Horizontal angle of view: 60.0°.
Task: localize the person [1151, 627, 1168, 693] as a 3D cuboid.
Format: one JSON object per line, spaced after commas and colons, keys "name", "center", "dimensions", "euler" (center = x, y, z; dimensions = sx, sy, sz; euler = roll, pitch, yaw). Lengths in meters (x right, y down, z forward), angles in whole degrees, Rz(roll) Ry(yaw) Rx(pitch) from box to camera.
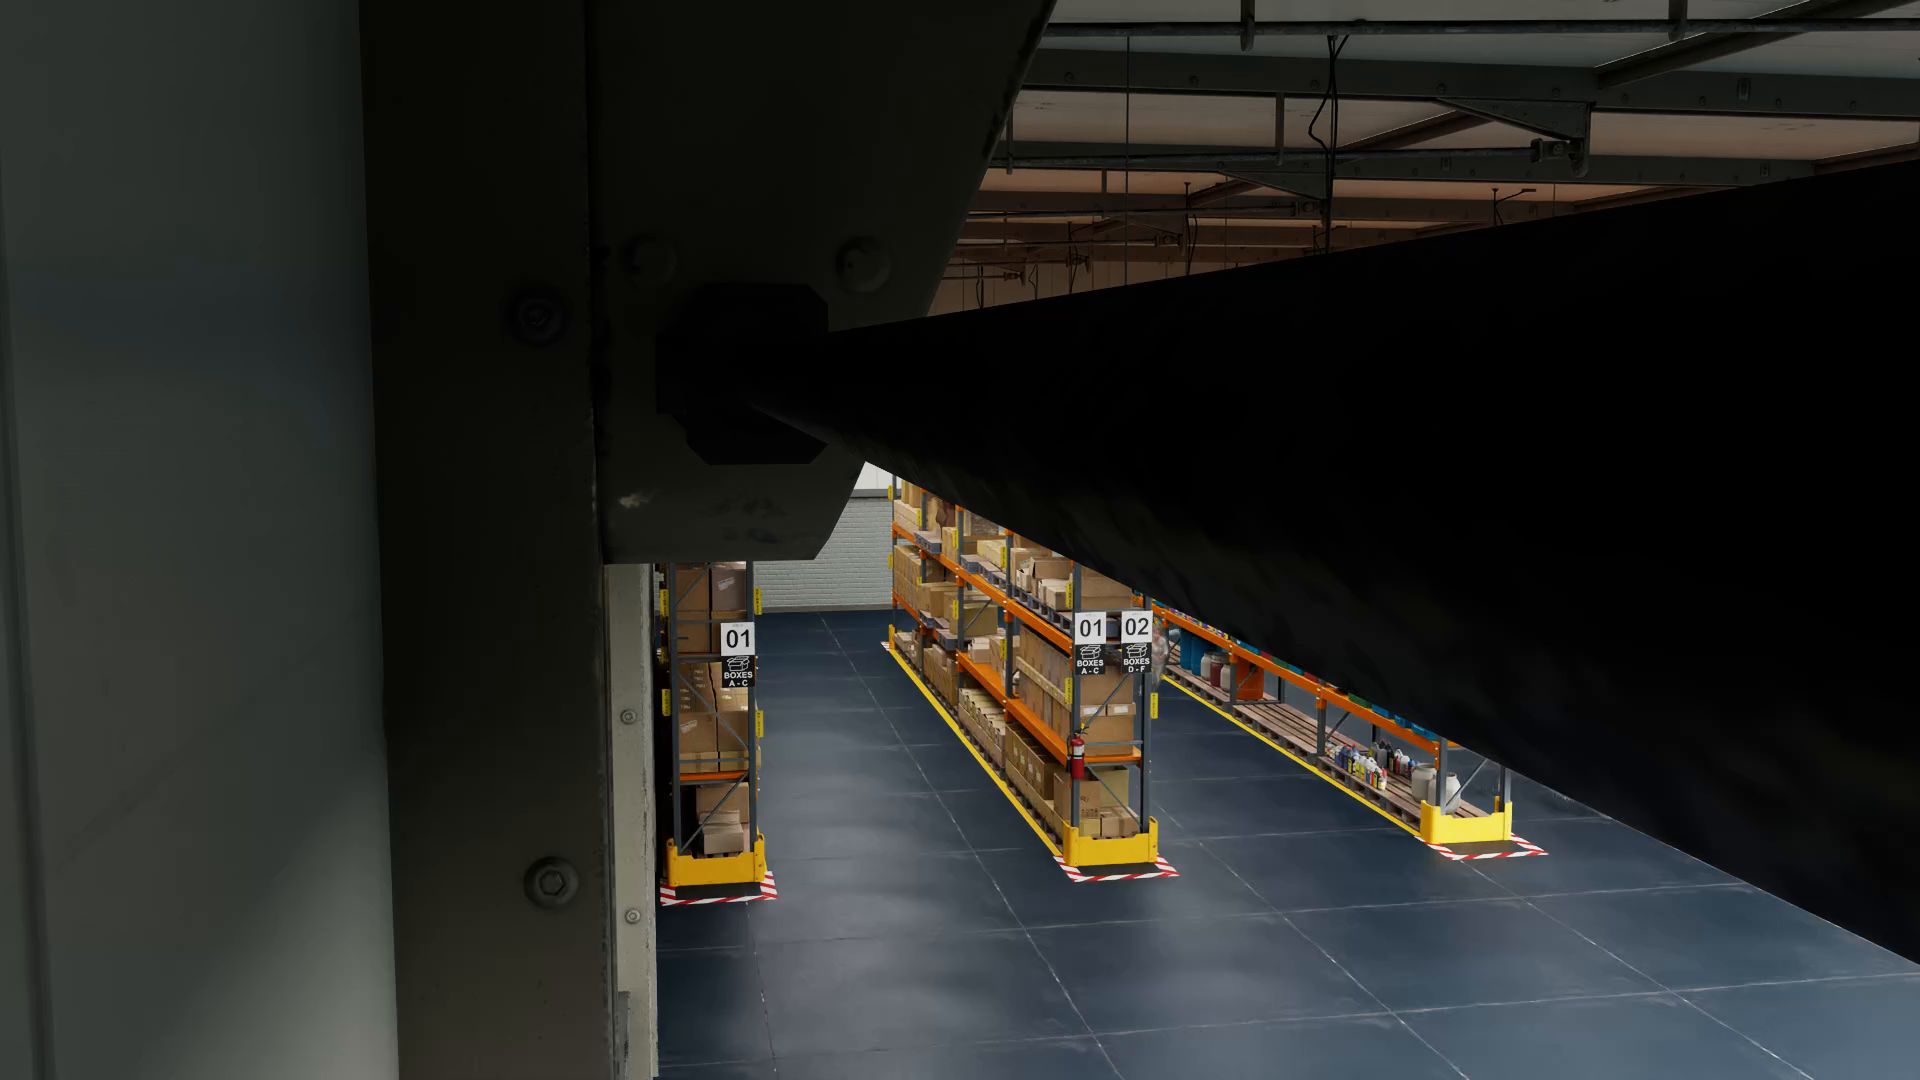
{"name": "person", "center": [3.512, 2.318, 30.207], "dimensions": [0.525, 1.526, 0.679], "euler": [-1, 6, -10]}
